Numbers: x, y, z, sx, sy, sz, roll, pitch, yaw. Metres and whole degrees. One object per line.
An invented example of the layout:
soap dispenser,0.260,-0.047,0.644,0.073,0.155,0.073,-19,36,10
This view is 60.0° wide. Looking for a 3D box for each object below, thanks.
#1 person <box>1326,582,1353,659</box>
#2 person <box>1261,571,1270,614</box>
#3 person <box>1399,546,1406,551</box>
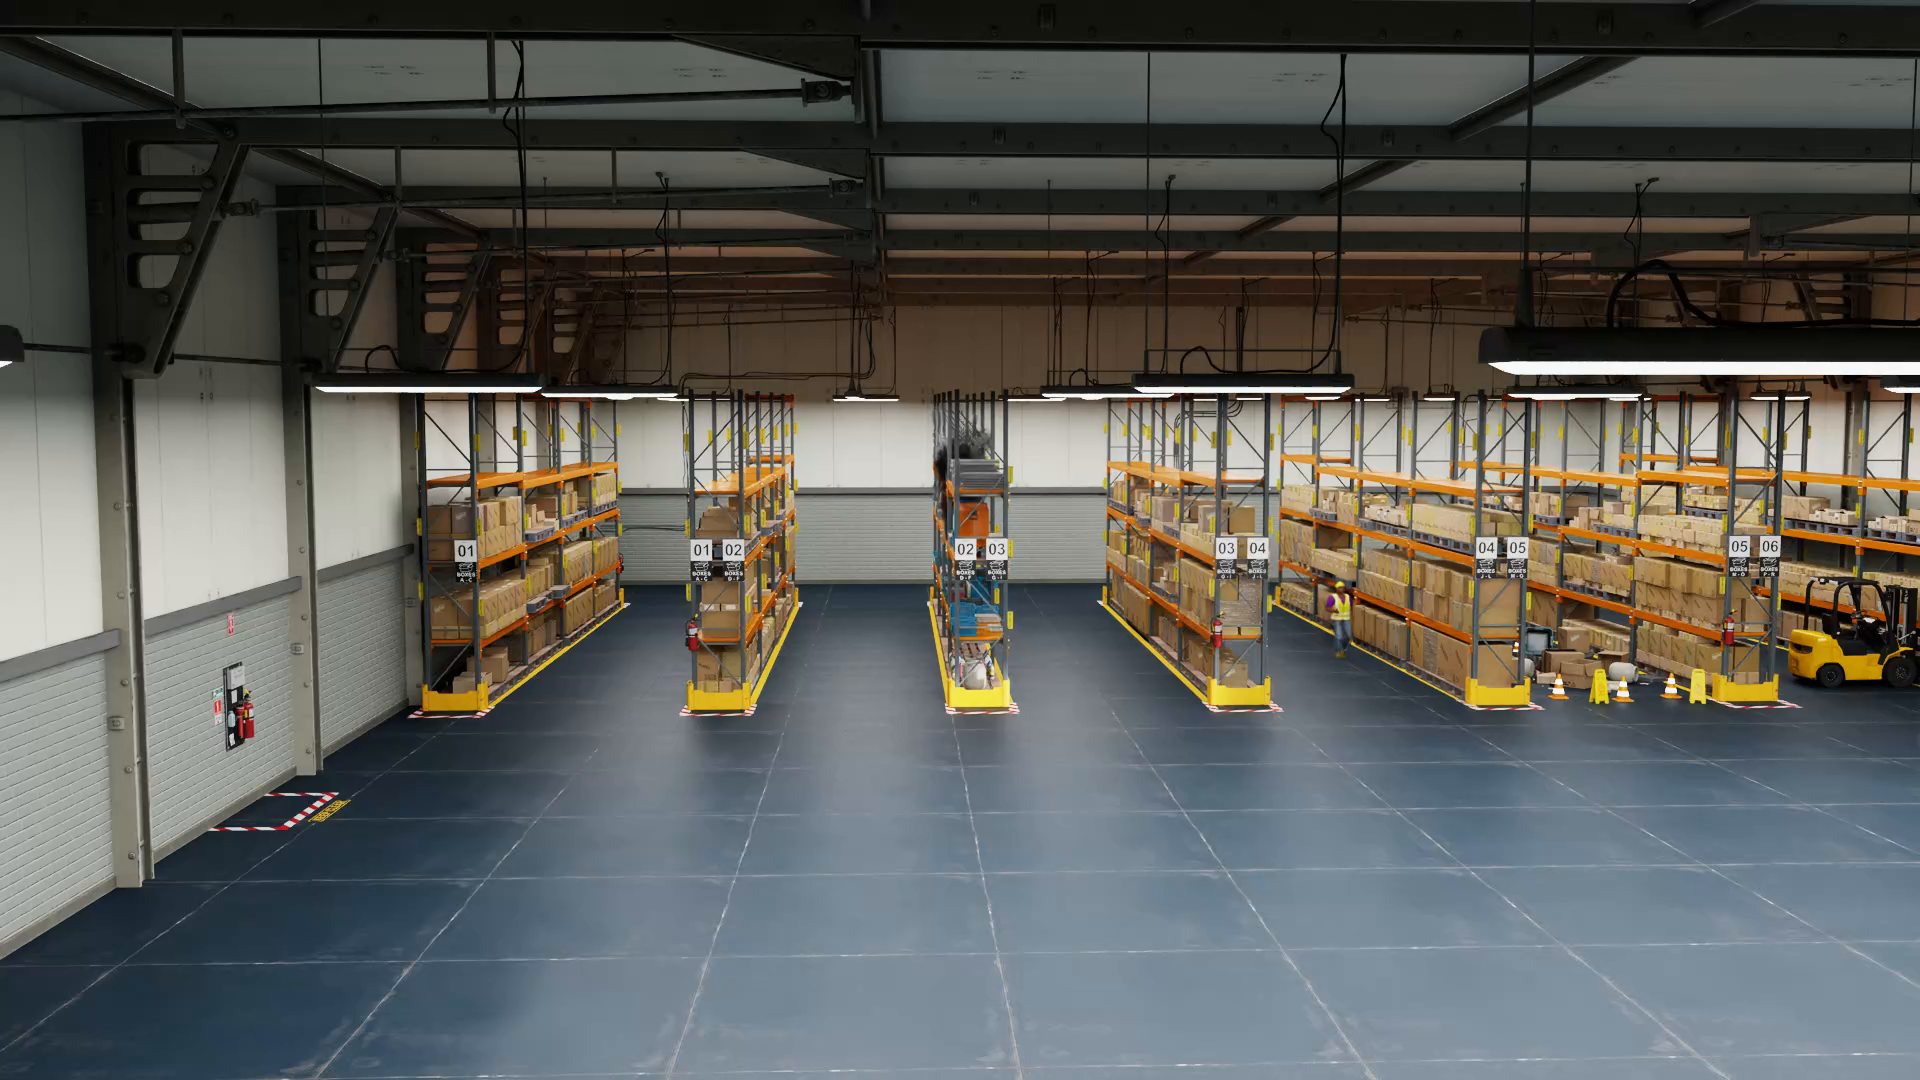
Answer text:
person,8.561,1.811,37.271,0.680,1.750,0.626,0,5,-6
person,7.971,1.249,44.405,0.660,1.729,0.580,0,5,2
person,13.242,0.931,49.271,0.693,1.609,0.548,1,5,6
